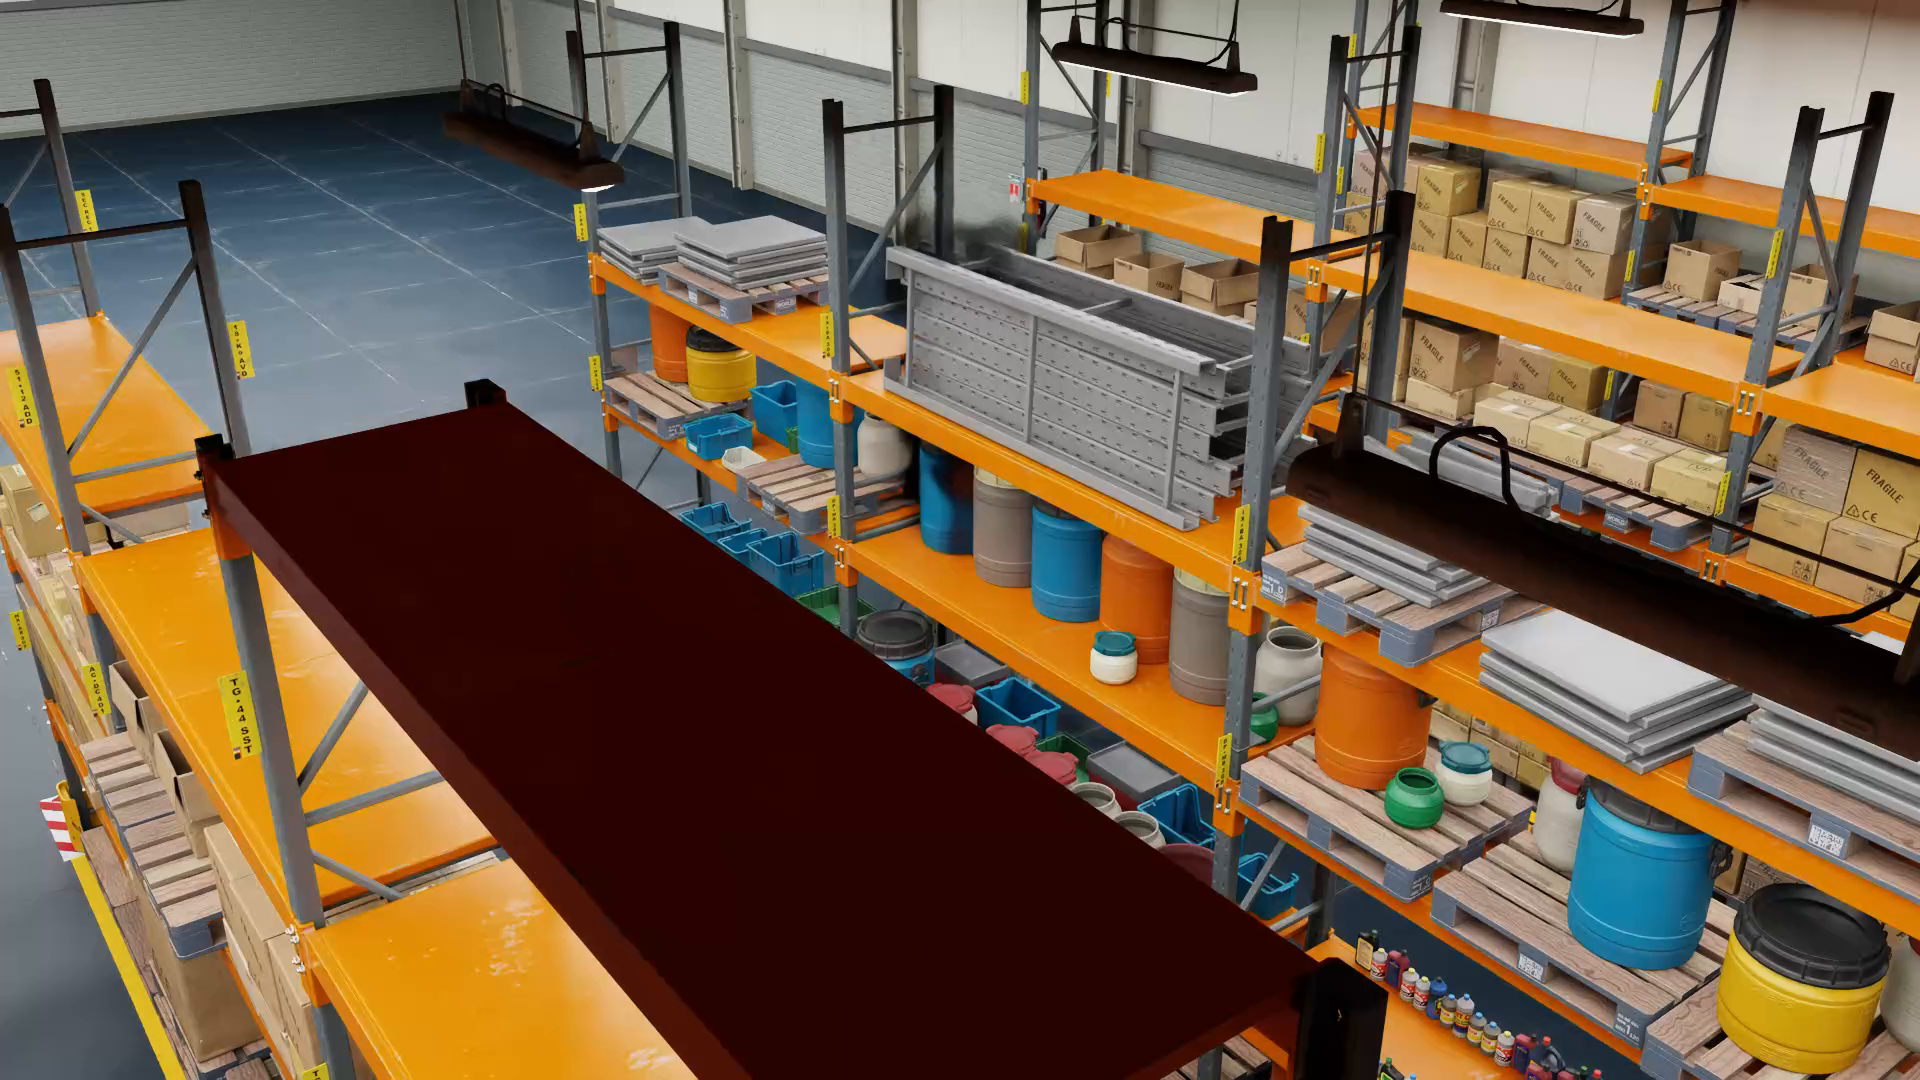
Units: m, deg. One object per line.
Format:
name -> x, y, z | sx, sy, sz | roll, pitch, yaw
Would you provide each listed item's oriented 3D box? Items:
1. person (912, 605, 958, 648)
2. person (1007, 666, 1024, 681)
person -> -0.126, 0.674, 15.461 | 0.685, 1.766, 0.777 | -18, 30, -34
person -> 0.360, 0.706, 15.514 | 0.557, 1.622, 0.576 | 18, 31, 34
